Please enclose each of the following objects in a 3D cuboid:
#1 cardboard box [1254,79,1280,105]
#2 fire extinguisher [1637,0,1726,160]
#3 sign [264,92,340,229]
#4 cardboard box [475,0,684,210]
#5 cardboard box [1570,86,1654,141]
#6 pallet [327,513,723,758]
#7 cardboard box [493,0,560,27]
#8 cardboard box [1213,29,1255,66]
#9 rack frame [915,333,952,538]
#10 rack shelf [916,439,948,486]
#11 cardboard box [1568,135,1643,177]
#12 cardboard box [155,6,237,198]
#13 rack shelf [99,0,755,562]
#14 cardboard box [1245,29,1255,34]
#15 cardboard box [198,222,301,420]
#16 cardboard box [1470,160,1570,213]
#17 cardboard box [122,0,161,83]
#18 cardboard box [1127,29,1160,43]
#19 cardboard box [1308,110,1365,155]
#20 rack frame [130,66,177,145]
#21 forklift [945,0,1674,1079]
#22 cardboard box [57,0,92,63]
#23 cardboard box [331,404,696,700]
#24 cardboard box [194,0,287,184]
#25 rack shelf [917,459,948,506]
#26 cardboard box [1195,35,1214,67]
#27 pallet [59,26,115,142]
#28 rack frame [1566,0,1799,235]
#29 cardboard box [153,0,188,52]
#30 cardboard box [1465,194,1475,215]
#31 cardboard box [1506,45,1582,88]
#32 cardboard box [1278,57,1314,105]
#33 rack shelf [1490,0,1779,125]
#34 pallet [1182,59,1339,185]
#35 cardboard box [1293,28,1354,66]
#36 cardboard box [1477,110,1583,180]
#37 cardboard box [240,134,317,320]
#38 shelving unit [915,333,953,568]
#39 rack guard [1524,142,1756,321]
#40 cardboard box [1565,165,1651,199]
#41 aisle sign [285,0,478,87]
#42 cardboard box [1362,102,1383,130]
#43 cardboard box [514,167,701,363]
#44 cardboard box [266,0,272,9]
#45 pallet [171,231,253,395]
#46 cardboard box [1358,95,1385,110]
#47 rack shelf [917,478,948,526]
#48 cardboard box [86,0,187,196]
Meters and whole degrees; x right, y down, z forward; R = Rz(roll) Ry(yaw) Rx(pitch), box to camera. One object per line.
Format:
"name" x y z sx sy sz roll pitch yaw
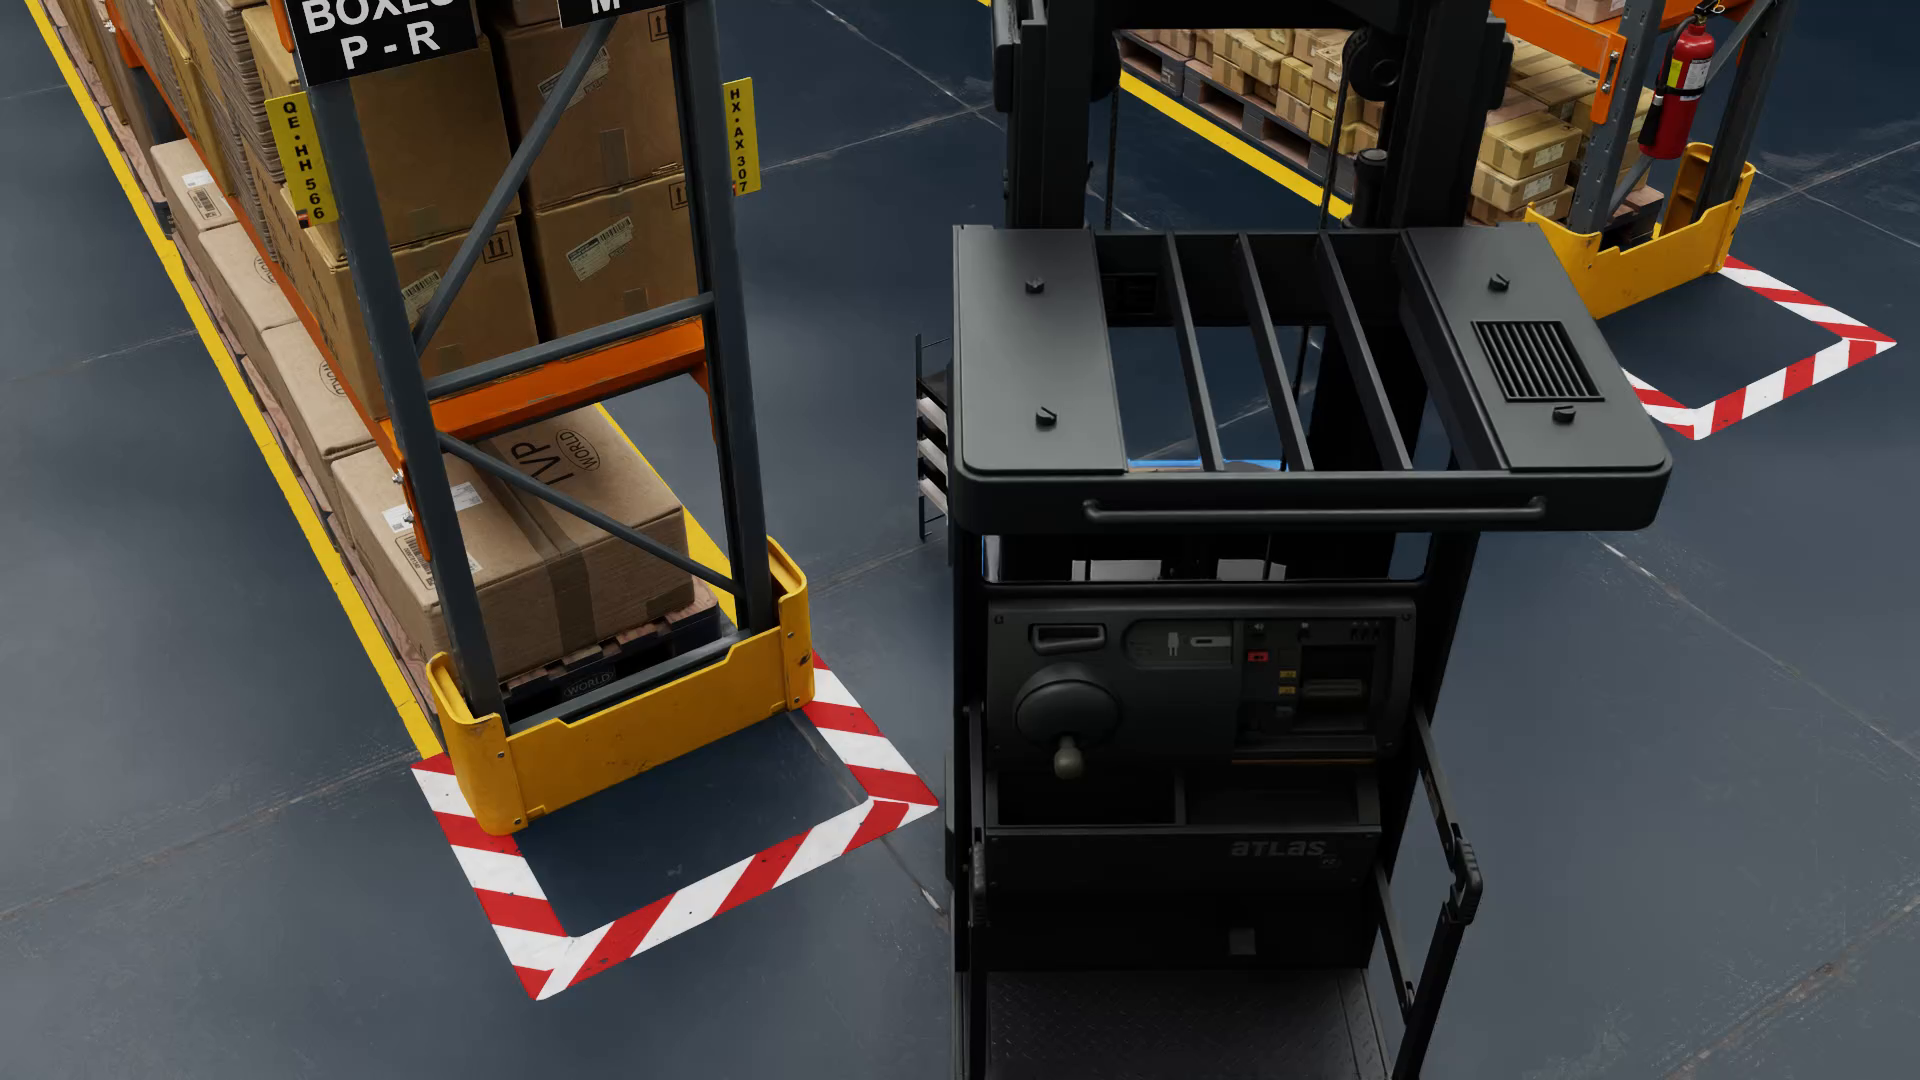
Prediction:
"cardboard box" 1.768 -2.400 8.686 0.380 0.149 0.250 -21 44 -23
"fire extinguisher" 2.803 -1.816 6.438 0.296 0.674 0.183 -22 45 -24
"sign" -1.528 -0.882 3.875 0.100 0.325 0.005 -22 45 -24
"cardboard box" -1.081 -1.305 4.614 0.500 0.500 0.500 -23 45 -25
"cardboard box" 3.061 -1.978 7.715 0.380 0.149 0.250 -24 46 -26
"pallet" -1.559 0.141 5.915 1.003 0.211 1.213 -22 45 -24
"cardboard box" -1.020 -1.484 4.322 0.380 0.149 0.250 -21 44 -24
"cardboard box" 1.557 -2.631 8.731 0.380 0.149 0.250 -23 45 -25
"rack frame" -0.050 -0.396 6.023 0.240 0.900 0.006 -22 45 -24
"rack shelf" 0.004 -0.316 5.978 0.258 0.077 0.200 -22 45 -24
"cardboard box" 2.991 -1.835 7.776 0.380 0.149 0.250 -20 44 -23
"cardboard box" -2.376 -1.557 5.698 0.500 0.500 0.500 -21 44 -23
"rack shelf" -2.138 -1.328 6.063 1.077 0.370 4.000 -22 45 -24
"cardboard box" 1.636 -2.774 8.670 0.380 0.149 0.250 -24 45 -26
"cardboard box" -2.484 -1.002 6.783 0.875 0.438 0.875 -24 45 -26
"cardboard box" 2.532 -1.651 7.554 0.380 0.149 0.250 -23 45 -25
"cardboard box" -2.915 -2.106 6.356 0.500 0.500 0.500 -22 45 -24
"cardboard box" 1.151 -2.942 9.336 0.380 0.149 0.250 -22 45 -25
"cardboard box" 1.971 -2.083 8.306 0.380 0.149 0.250 -24 46 -26
"rack frame" -3.213 -2.684 7.128 1.000 3.000 0.127 -22 45 -24
"forklift" 0.529 0.401 3.479 1.130 2.935 3.031 0 40 0
"cardboard box" -4.587 -3.304 9.203 0.875 0.875 0.875 -22 44 -24
"cardboard box" -1.502 -0.024 5.609 0.875 0.438 0.875 -24 45 -26
"cardboard box" -1.828 -1.398 4.725 0.500 0.500 0.500 -22 45 -24
"rack shelf" 0.004 -0.247 6.036 0.258 0.077 0.200 -22 45 -24
"cardboard box" 1.504 -2.689 9.032 0.380 0.149 0.250 -24 45 -26
"pallet" -4.352 -2.663 9.280 1.003 0.211 1.213 -22 45 -24
"rack frame" 3.057 -2.284 6.647 1.000 3.000 0.127 -22 45 -24
"cardboard box" -2.360 -1.938 5.374 0.500 0.500 0.500 -23 45 -25
"cardboard box" 2.374 -1.666 7.805 0.380 0.149 0.250 -21 44 -23
"cardboard box" 2.784 -2.265 8.060 0.380 0.149 0.250 -22 45 -25
"cardboard box" 1.840 -2.350 8.394 0.380 0.149 0.250 -20 44 -22
"rack shelf" 1.981 -3.087 8.173 1.077 0.370 4.000 -22 45 -24
"pallet" 1.957 -2.362 8.919 1.003 0.211 1.213 -22 45 -24
"cardboard box" 1.900 -2.496 8.336 0.380 0.149 0.250 -24 45 -26
"cardboard box" 2.558 -1.777 7.473 0.380 0.149 0.250 -22 44 -24
"cardboard box" -1.802 -1.009 5.040 0.500 0.500 0.500 -23 45 -25
"shelving unit" 0.004 -0.341 5.957 0.258 0.900 0.210 -22 45 -24
"rack guard" 3.016 -1.364 7.497 1.175 0.500 0.348 -22 45 -24
"cardboard box" 3.045 -1.743 7.897 0.380 0.149 0.250 -21 44 -24
"aisle sign" -1.285 -1.378 3.530 0.394 0.787 0.004 -22 45 -24
"cardboard box" 2.194 -2.111 8.107 0.380 0.149 0.250 -23 45 -25
"cardboard box" -1.079 -0.921 4.935 0.500 0.500 0.500 -23 45 -25
"cardboard box" -1.581 -1.450 4.282 0.380 0.149 0.250 -21 44 -24
"pallet" -2.871 -1.176 7.496 1.003 0.211 1.213 -22 45 -24
"cardboard box" 2.139 -2.190 7.969 0.380 0.149 0.250 -24 45 -26
"rack shelf" 0.004 -0.177 6.093 0.258 0.077 0.200 -22 45 -24
"cardboard box" -3.614 -2.336 8.042 0.875 0.875 0.875 -21 44 -23
